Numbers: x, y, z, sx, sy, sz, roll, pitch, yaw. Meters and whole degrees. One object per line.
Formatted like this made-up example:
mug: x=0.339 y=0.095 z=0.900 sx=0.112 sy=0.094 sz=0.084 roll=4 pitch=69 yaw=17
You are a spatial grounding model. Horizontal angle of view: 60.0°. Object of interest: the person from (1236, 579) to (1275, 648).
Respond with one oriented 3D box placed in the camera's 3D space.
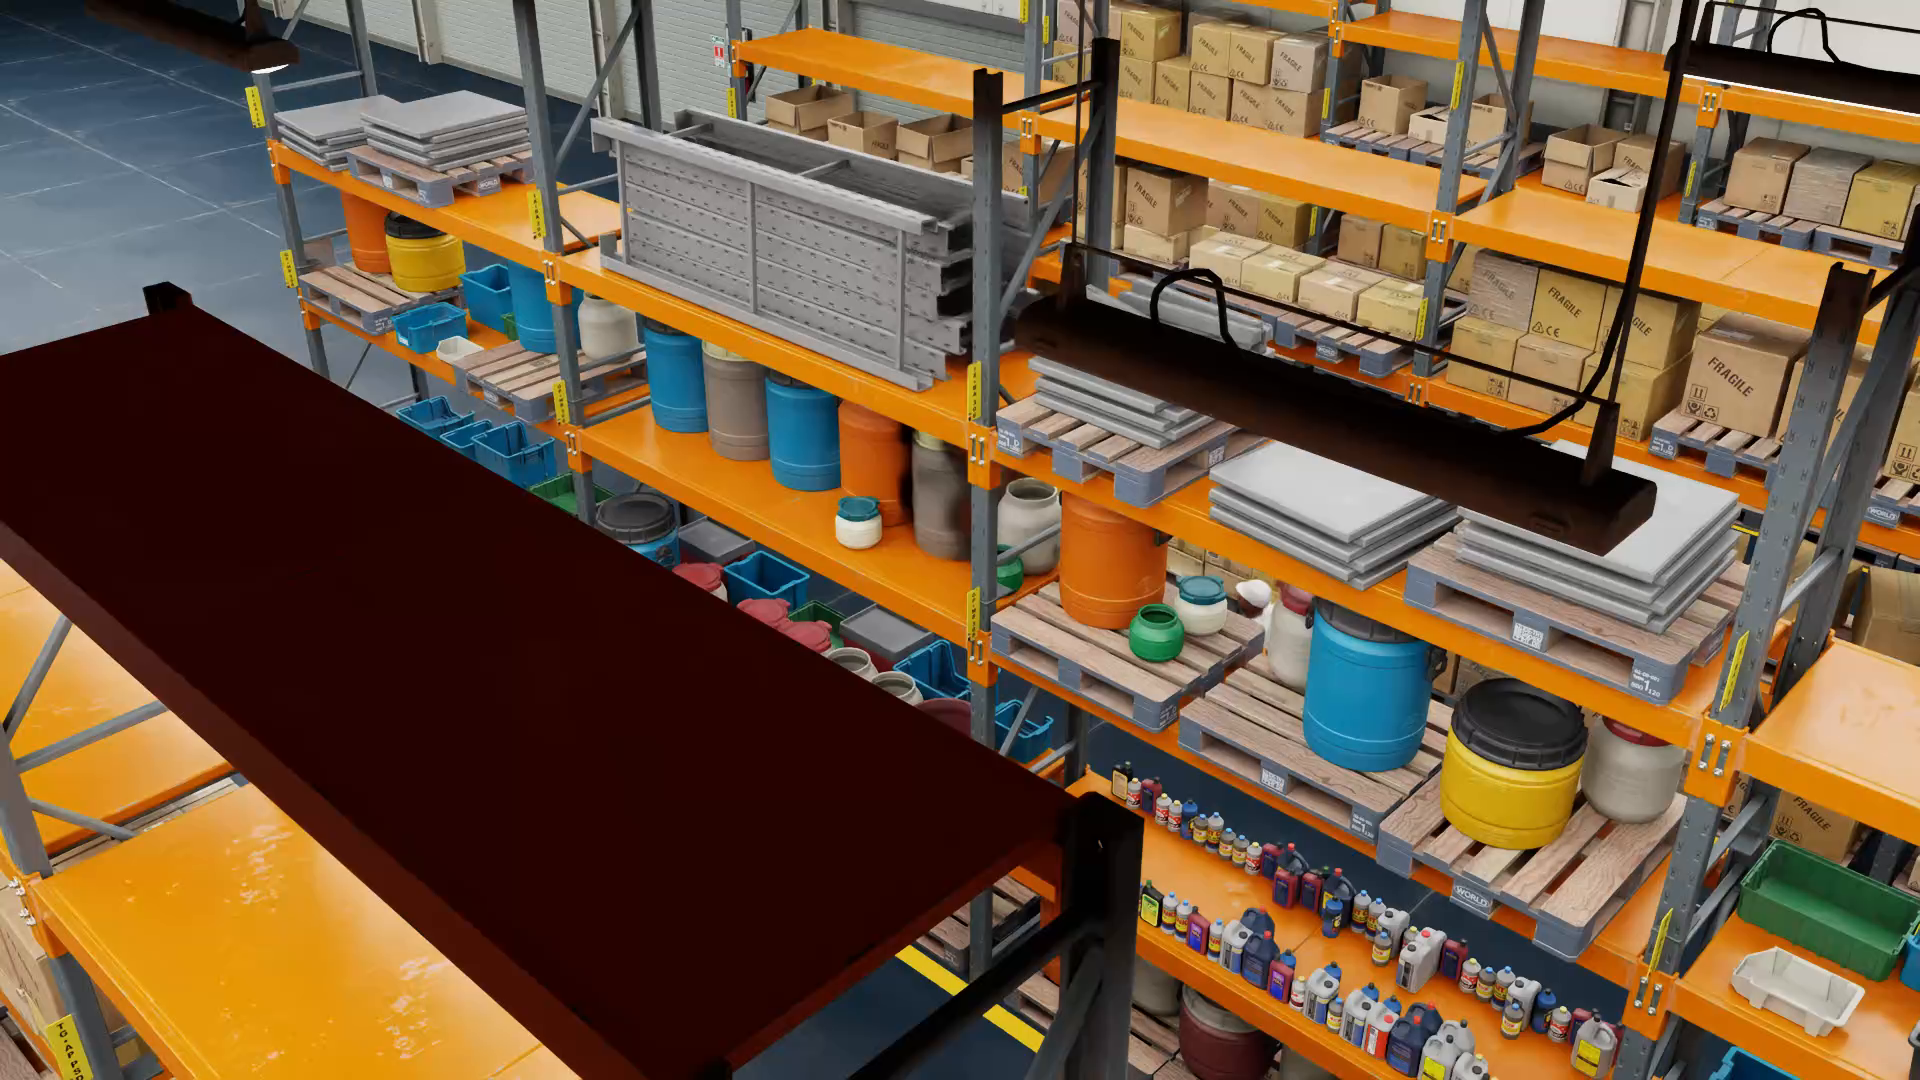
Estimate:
person: x=2.120 y=1.050 z=12.562 sx=0.707 sy=1.791 sz=0.665 roll=15 pitch=33 yaw=24
